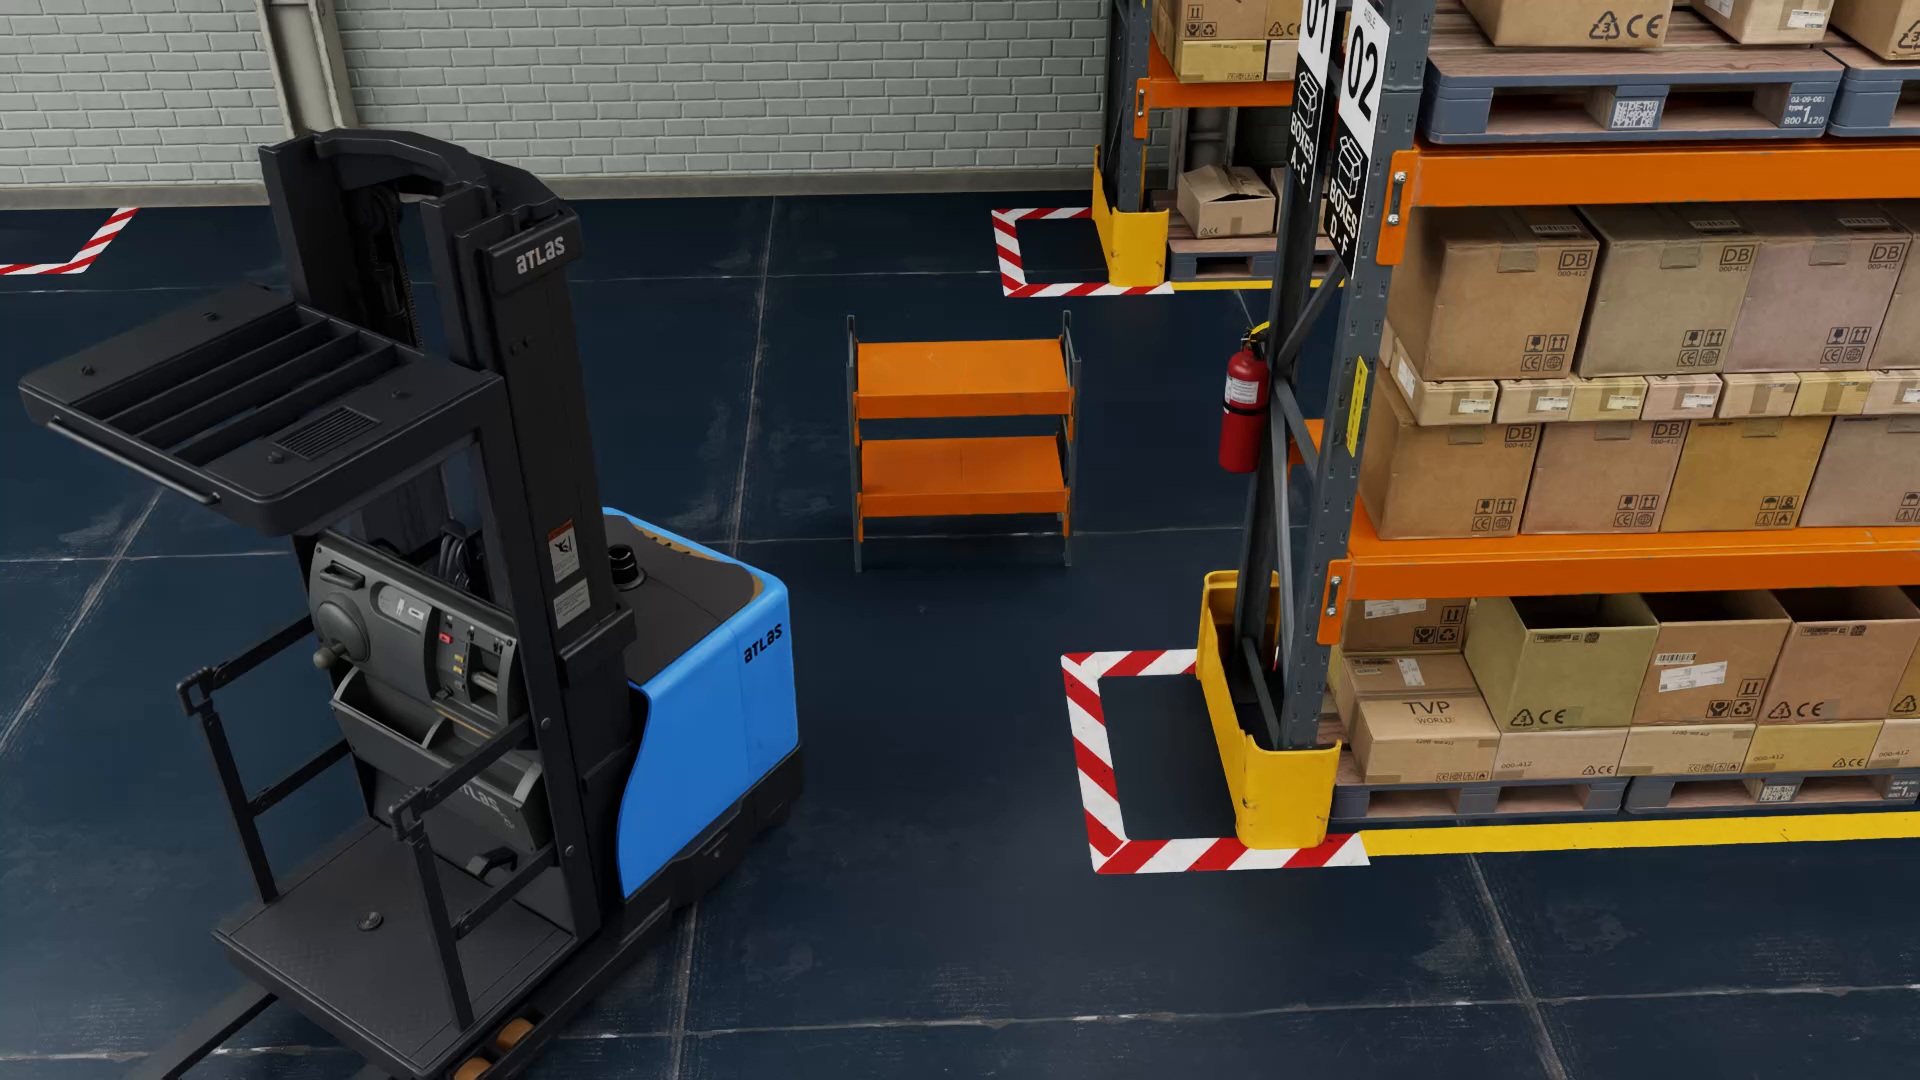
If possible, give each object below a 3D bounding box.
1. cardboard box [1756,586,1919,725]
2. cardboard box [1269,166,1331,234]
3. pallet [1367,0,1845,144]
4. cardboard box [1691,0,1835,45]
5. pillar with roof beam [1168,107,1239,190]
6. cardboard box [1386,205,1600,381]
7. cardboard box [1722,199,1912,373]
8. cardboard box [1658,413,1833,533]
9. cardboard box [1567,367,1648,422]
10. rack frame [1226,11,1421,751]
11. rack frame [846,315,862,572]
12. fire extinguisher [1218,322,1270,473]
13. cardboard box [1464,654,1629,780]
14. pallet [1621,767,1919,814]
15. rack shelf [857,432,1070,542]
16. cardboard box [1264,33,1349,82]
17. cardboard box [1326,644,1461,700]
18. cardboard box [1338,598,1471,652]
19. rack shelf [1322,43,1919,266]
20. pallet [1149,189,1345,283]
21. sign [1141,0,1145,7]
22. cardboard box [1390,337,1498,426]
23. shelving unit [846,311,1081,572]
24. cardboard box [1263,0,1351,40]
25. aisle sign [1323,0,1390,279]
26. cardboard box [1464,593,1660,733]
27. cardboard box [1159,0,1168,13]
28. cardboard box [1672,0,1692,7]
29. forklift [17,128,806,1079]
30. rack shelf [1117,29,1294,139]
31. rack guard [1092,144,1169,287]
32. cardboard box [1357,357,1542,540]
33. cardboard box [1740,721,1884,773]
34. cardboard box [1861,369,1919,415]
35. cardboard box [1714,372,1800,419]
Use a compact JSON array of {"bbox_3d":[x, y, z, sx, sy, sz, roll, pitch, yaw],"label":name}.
[{"bbox_3d":[3.313,0.364,6.477,0.500,0.500,0.500,-2,35,-2],"label":"cardboard box"},{"bbox_3d":[2.295,-2.233,10.817,0.500,0.311,0.500,1,35,2],"label":"cardboard box"},{"bbox_3d":[1.976,-1.560,5.311,1.213,0.211,1.003,-2,35,-2],"label":"pallet"},{"bbox_3d":[2.452,-1.651,5.092,0.250,0.149,0.380,-2,35,-2],"label":"cardboard box"},{"bbox_3d":[1.892,-3.705,5.696,0.400,9.000,9.100,-2,35,-2],"label":"pillar with roof beam"},{"bbox_3d":[1.788,-0.940,5.745,0.500,0.500,0.700,-1,35,-2],"label":"cardboard box"},{"bbox_3d":[2.817,-0.972,5.790,0.500,0.500,0.700,-1,35,-2],"label":"cardboard box"},{"bbox_3d":[2.756,-0.432,6.151,0.500,0.500,0.700,-1,35,-2],"label":"cardboard box"},{"bbox_3d":[2.183,-0.570,5.779,0.250,0.149,0.380,-1,35,-2],"label":"cardboard box"},{"bbox_3d":[1.268,-0.359,6.133,0.127,3.000,1.000,-2,35,-2],"label":"rack frame"},{"bbox_3d":[-0.501,-0.449,7.910,0.032,1.125,0.500,-2,35,-2],"label":"rack frame"},{"bbox_3d":[1.128,-0.588,6.532,0.183,0.674,0.296,-2,35,-2],"label":"fire extinguisher"},{"bbox_3d":[2.314,0.695,6.657,0.500,0.250,0.500,-2,35,-2],"label":"cardboard box"},{"bbox_3d":[3.246,0.712,7.036,1.213,0.211,1.003,-2,35,-2],"label":"pallet"},{"bbox_3d":[0.007,-0.262,8.069,1.000,0.278,0.538,-2,35,-2],"label":"rack shelf"},{"bbox_3d":[2.051,-2.976,10.029,0.500,0.250,0.500,-3,35,-4],"label":"cardboard box"},{"bbox_3d":[1.790,0.417,7.059,0.500,0.250,0.500,-2,35,-2],"label":"cardboard box"},{"bbox_3d":[1.790,0.107,6.848,0.500,0.500,0.500,-2,35,-2],"label":"cardboard box"},{"bbox_3d":[3.266,-1.351,5.562,4.000,0.370,1.077,-2,35,-2],"label":"rack shelf"},{"bbox_3d":[1.919,-2.032,11.001,1.213,0.211,1.003,-2,35,-2],"label":"pallet"},{"bbox_3d":[1.056,-3.222,9.510,0.005,0.325,0.100,-2,35,-2],"label":"sign"},{"bbox_3d":[1.671,-0.555,5.758,0.250,0.149,0.380,-2,35,-3],"label":"cardboard box"},{"bbox_3d":[0.007,-0.463,7.930,1.048,1.125,0.538,-2,35,-2],"label":"shelving unit"},{"bbox_3d":[2.015,-3.279,9.808,0.500,0.500,0.500,-1,35,-2],"label":"cardboard box"},{"bbox_3d":[1.217,-1.252,5.139,0.004,0.787,0.394,-2,35,-2],"label":"aisle sign"},{"bbox_3d":[2.314,0.388,6.442,0.500,0.500,0.500,-2,35,-2],"label":"cardboard box"},{"bbox_3d":[1.491,-3.563,10.218,0.500,0.500,0.500,-2,35,-3],"label":"cardboard box"},{"bbox_3d":[2.406,-1.942,5.424,0.500,0.250,0.500,-2,35,-2],"label":"cardboard box"},{"bbox_3d":[-1.860,0.372,5.138,1.130,2.935,3.031,21,40,27],"label":"forklift"},{"bbox_3d":[3.028,-2.933,10.484,4.000,0.370,1.077,-2,35,-2],"label":"rack shelf"},{"bbox_3d":[1.106,-2.149,10.916,0.348,0.500,1.175,-2,35,-2],"label":"rack guard"},{"bbox_3d":[1.735,-0.405,6.112,0.500,0.500,0.700,-2,35,-2],"label":"cardboard box"},{"bbox_3d":[3.313,0.671,6.691,0.500,0.250,0.500,-2,35,-2],"label":"cardboard box"},{"bbox_3d":[3.206,-0.596,5.817,0.250,0.149,0.380,-1,35,-2],"label":"cardboard box"},{"bbox_3d":[2.702,-0.584,5.800,0.250,0.149,0.380,-3,35,-4],"label":"cardboard box"}]
